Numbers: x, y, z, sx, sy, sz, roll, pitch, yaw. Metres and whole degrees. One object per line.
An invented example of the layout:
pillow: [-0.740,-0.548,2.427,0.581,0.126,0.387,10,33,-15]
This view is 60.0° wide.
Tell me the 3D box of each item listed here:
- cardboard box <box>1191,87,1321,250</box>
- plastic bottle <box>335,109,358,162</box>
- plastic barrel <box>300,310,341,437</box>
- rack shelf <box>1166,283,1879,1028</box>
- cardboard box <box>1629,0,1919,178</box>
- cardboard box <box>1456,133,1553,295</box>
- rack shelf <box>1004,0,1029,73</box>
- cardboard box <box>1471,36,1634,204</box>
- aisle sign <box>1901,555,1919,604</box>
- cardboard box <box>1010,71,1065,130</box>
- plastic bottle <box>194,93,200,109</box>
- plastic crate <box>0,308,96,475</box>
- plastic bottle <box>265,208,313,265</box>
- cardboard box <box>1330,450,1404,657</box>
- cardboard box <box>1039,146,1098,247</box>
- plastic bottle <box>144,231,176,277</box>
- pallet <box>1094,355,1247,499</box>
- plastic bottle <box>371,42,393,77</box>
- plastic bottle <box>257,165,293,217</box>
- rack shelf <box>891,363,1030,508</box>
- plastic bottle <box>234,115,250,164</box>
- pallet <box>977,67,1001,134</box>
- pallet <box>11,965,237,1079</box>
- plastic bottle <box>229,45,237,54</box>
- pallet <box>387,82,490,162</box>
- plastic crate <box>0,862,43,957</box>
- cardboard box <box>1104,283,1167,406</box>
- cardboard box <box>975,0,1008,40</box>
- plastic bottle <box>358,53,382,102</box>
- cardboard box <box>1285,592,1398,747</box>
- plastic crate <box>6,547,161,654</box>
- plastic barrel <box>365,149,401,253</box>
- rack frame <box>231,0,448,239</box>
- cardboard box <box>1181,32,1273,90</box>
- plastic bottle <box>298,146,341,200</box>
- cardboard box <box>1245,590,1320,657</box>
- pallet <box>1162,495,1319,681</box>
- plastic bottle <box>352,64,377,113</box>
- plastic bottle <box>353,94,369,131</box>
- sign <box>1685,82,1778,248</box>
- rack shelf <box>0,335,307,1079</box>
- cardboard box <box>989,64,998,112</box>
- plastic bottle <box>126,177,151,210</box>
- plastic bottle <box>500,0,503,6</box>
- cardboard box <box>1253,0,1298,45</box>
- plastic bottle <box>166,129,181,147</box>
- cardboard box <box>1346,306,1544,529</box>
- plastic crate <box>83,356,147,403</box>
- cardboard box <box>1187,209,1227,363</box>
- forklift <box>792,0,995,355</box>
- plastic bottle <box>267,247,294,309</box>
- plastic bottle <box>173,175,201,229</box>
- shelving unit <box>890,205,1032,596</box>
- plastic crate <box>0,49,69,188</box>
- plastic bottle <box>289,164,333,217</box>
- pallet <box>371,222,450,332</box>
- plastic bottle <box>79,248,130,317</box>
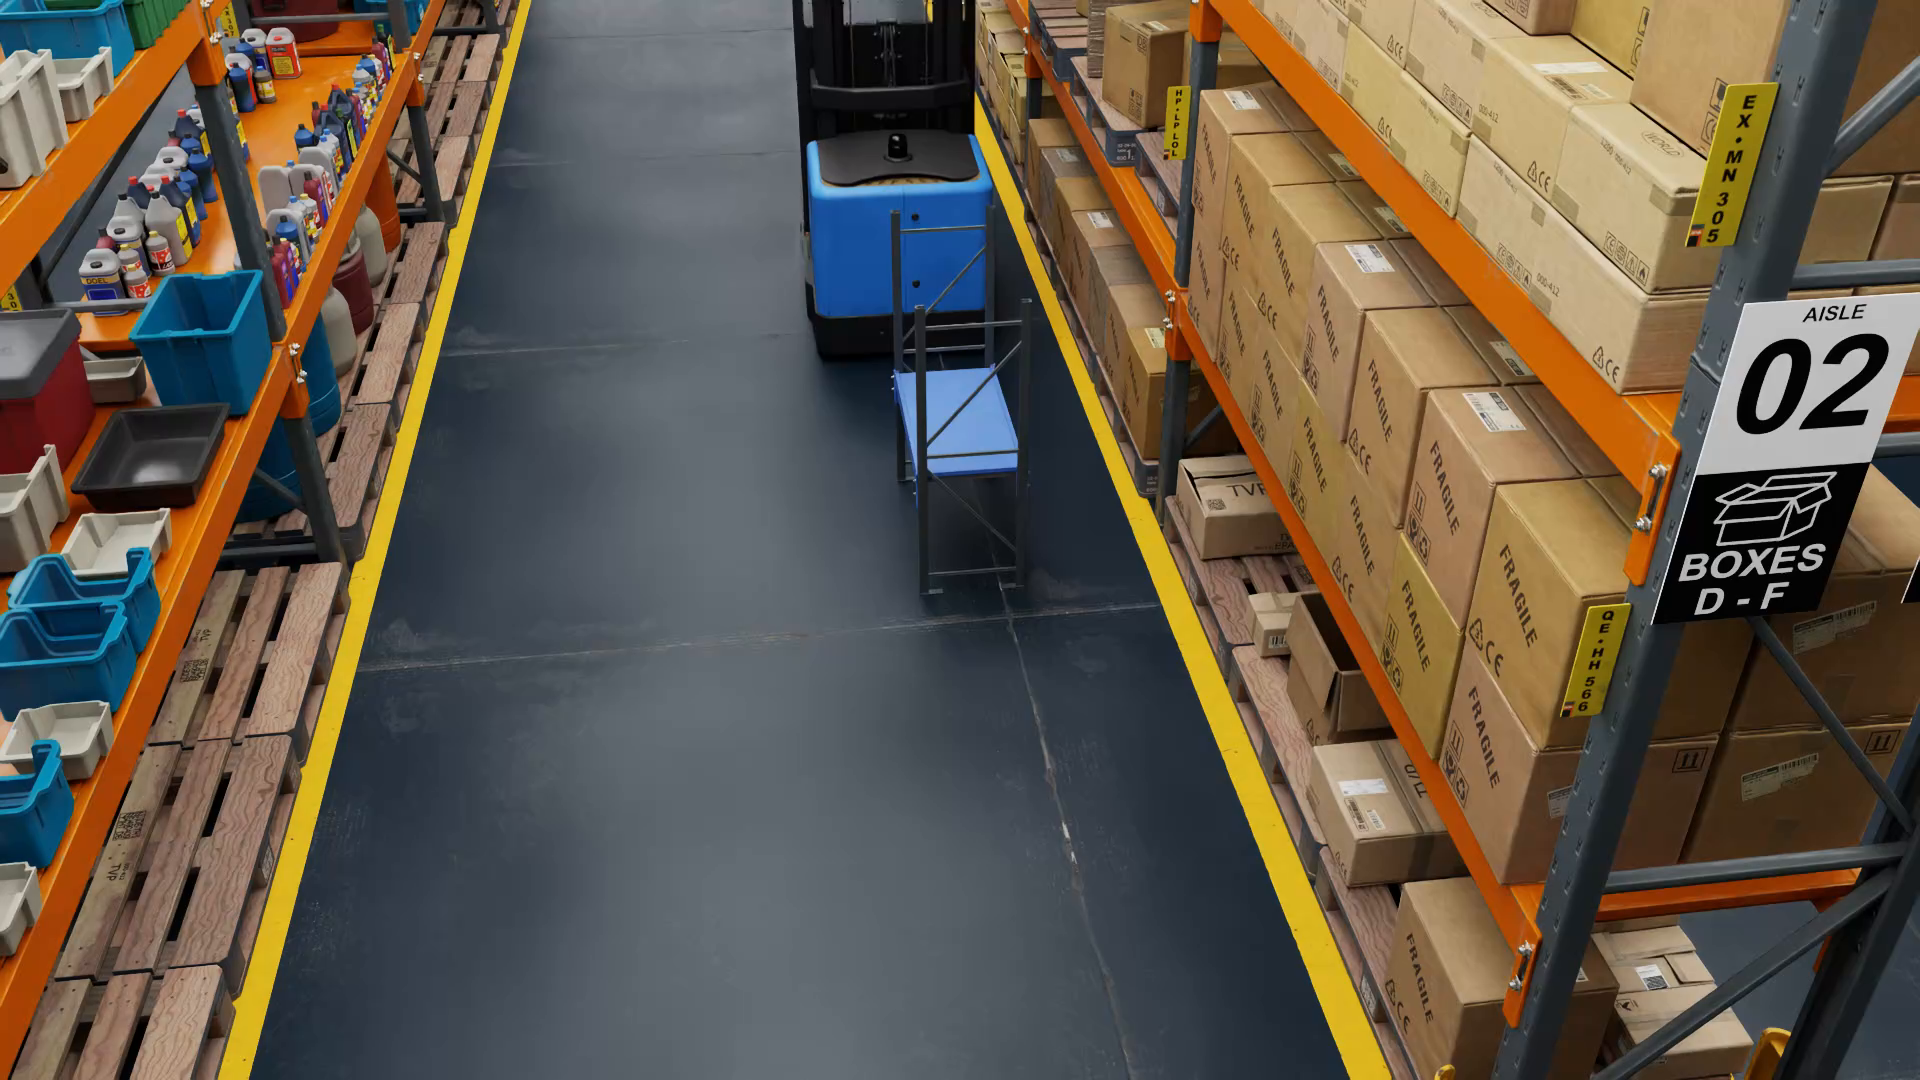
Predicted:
cardboard box: [1.274,-1.541,6.871,0.500,0.500,0.500,-4,34,-5]
plastic bottle: [-3.283,-2.173,8.879,0.061,0.283,0.133,-4,35,-6]
plastic barrel: [-3.571,-1.004,8.551,0.600,0.901,0.708,-4,35,-6]
rack shelf: [1.759,0.042,6.163,1.077,0.370,4.000,-4,35,-6]
cardboard box: [1.942,-1.118,3.587,0.700,0.500,0.500,-4,35,-6]
cardboard box: [1.641,-0.863,4.322,0.500,0.250,0.500,-4,35,-6]
rack shelf: [0.683,-4.422,12.714,1.077,0.370,4.000,-4,35,-6]
cardboard box: [1.638,-1.069,4.181,0.500,0.250,0.500,-4,35,-6]
aisle sign: [2.328,-0.197,3.567,0.394,0.787,0.004,-4,35,-6]
cardboard box: [0.637,-3.146,11.773,0.500,0.311,0.500,-3,34,-5]
plastic bottle: [-4.109,-2.268,9.017,0.061,0.283,0.133,-4,35,-6]
plastic crate: [-3.548,-0.532,6.257,0.402,0.464,0.583,-4,35,-6]
plastic bottle: [-3.153,-1.438,7.807,0.152,0.276,0.135,-4,35,-6]
cardboard box: [1.563,0.022,5.465,0.500,0.500,0.500,-4,34,-6]
cardboard box: [0.806,-2.185,10.621,0.500,0.500,0.500,-6,35,-8]
plastic bottle: [-3.721,-1.335,7.722,0.097,0.201,0.097,0,34,0]
pallet: [1.343,-0.670,9.045,1.003,0.211,1.213,-4,35,-6]
plastic bottle: [-3.483,-2.889,10.002,0.097,0.201,0.097,0,34,0]
plastic bottle: [-3.379,-1.739,8.248,0.152,0.276,0.135,-4,35,-6]
rack shelf: [-0.011,-0.519,7.999,0.538,0.185,1.000,-4,35,-6]
plastic bottle: [-3.883,-2.167,8.810,0.144,0.351,0.185,-4,35,-6]
pallet: [0.719,-3.592,13.334,1.003,0.211,1.213,-4,35,-6]
pallet: [-2.954,1.923,5.240,1.003,0.211,1.213,-4,35,-6]
plastic bottle: [-4.220,-2.729,9.694,0.061,0.283,0.133,-4,35,-6]
pallet: [-4.184,-3.192,12.747,1.003,0.211,1.213,-4,35,-6]
plastic crate: [-2.549,0.970,4.343,0.250,0.136,0.298,-4,35,-6]
cardboard box: [1.081,-1.050,8.956,0.500,0.500,0.500,-4,35,-6]
cardboard box: [0.355,-4.286,13.447,0.500,0.311,0.500,-5,35,-8]
plastic bottle: [-3.425,-2.680,9.634,0.097,0.271,0.097,0,34,0]
cardboard box: [1.747,0.527,6.639,0.797,0.503,0.637,-4,35,-6]
plastic crate: [-2.806,0.214,5.368,0.416,0.233,0.300,-4,35,-6]
plastic barrel: [-3.874,-2.235,10.420,0.600,0.830,0.708,-4,35,-6]
rack frame: [-3.957,-3.230,10.326,1.000,3.000,0.127,-4,35,-6]
cardboard box: [1.492,-2.246,8.421,0.700,0.500,0.500,1,34,1]
plastic bottle: [-3.260,-1.880,8.455,0.152,0.276,0.135,-4,35,-6]
cardboard box: [1.458,0.351,7.197,0.380,0.166,0.250,-4,35,-6]
pallet: [1.581,0.165,7.821,1.003,0.211,1.213,-4,35,-6]
plastic bottle: [-3.399,-2.572,9.474,0.097,0.271,0.097,0,34,0]
plastic bottle: [-3.360,-2.380,9.255,0.097,0.201,0.097,0,34,0]
sign: [1.475,-0.713,3.183,0.100,0.325,0.005,-4,35,-6]
rack shelf: [-3.150,0.415,5.616,1.077,0.370,4.000,-4,35,-6]
cardboard box: [0.502,-3.484,12.767,0.500,0.250,0.500,-4,34,-5]
plastic bottle: [-3.892,-1.569,7.932,0.144,0.351,0.185,-4,35,-6]
plastic bottle: [-4.174,-4.908,14.816,0.152,0.276,0.135,-3,34,-5]
cardboard box: [1.373,-1.979,5.960,0.500,0.250,0.500,-4,35,-6]
plastic bottle: [-4.035,-1.961,8.567,0.061,0.283,0.133,-4,35,-6]
cardboard box: [1.552,-0.392,5.185,0.500,0.500,0.500,-3,34,-5]
plastic crate: [-3.498,-0.643,6.711,0.396,0.136,0.243,-4,35,-6]
cardboard box: [1.288,-1.107,7.122,0.500,0.500,0.500,-4,34,-5]
forklift: [-0.480,-3.107,10.207,1.130,2.935,3.031,-4,34,-5]
plastic bottle: [-3.046,-1.187,7.431,0.061,0.283,0.133,-4,35,-6]
plastic bottle: [-3.788,-1.645,8.115,0.097,0.271,0.097,0,34,0]
shelving unit: [-0.011,-0.667,7.897,0.538,1.500,1.048,-4,35,-6]
plastic crate: [-2.873,-1.217,4.813,0.437,0.282,0.530,-4,35,-6]
plastic bottle: [-3.228,-1.750,8.265,0.152,0.276,0.135,-4,35,-6]
pallet: [-3.810,-1.641,10.470,1.003,0.211,1.213,-4,35,-6]
plastic bottle: [-3.793,-1.142,7.372,0.152,0.276,0.135,-4,35,-6]
